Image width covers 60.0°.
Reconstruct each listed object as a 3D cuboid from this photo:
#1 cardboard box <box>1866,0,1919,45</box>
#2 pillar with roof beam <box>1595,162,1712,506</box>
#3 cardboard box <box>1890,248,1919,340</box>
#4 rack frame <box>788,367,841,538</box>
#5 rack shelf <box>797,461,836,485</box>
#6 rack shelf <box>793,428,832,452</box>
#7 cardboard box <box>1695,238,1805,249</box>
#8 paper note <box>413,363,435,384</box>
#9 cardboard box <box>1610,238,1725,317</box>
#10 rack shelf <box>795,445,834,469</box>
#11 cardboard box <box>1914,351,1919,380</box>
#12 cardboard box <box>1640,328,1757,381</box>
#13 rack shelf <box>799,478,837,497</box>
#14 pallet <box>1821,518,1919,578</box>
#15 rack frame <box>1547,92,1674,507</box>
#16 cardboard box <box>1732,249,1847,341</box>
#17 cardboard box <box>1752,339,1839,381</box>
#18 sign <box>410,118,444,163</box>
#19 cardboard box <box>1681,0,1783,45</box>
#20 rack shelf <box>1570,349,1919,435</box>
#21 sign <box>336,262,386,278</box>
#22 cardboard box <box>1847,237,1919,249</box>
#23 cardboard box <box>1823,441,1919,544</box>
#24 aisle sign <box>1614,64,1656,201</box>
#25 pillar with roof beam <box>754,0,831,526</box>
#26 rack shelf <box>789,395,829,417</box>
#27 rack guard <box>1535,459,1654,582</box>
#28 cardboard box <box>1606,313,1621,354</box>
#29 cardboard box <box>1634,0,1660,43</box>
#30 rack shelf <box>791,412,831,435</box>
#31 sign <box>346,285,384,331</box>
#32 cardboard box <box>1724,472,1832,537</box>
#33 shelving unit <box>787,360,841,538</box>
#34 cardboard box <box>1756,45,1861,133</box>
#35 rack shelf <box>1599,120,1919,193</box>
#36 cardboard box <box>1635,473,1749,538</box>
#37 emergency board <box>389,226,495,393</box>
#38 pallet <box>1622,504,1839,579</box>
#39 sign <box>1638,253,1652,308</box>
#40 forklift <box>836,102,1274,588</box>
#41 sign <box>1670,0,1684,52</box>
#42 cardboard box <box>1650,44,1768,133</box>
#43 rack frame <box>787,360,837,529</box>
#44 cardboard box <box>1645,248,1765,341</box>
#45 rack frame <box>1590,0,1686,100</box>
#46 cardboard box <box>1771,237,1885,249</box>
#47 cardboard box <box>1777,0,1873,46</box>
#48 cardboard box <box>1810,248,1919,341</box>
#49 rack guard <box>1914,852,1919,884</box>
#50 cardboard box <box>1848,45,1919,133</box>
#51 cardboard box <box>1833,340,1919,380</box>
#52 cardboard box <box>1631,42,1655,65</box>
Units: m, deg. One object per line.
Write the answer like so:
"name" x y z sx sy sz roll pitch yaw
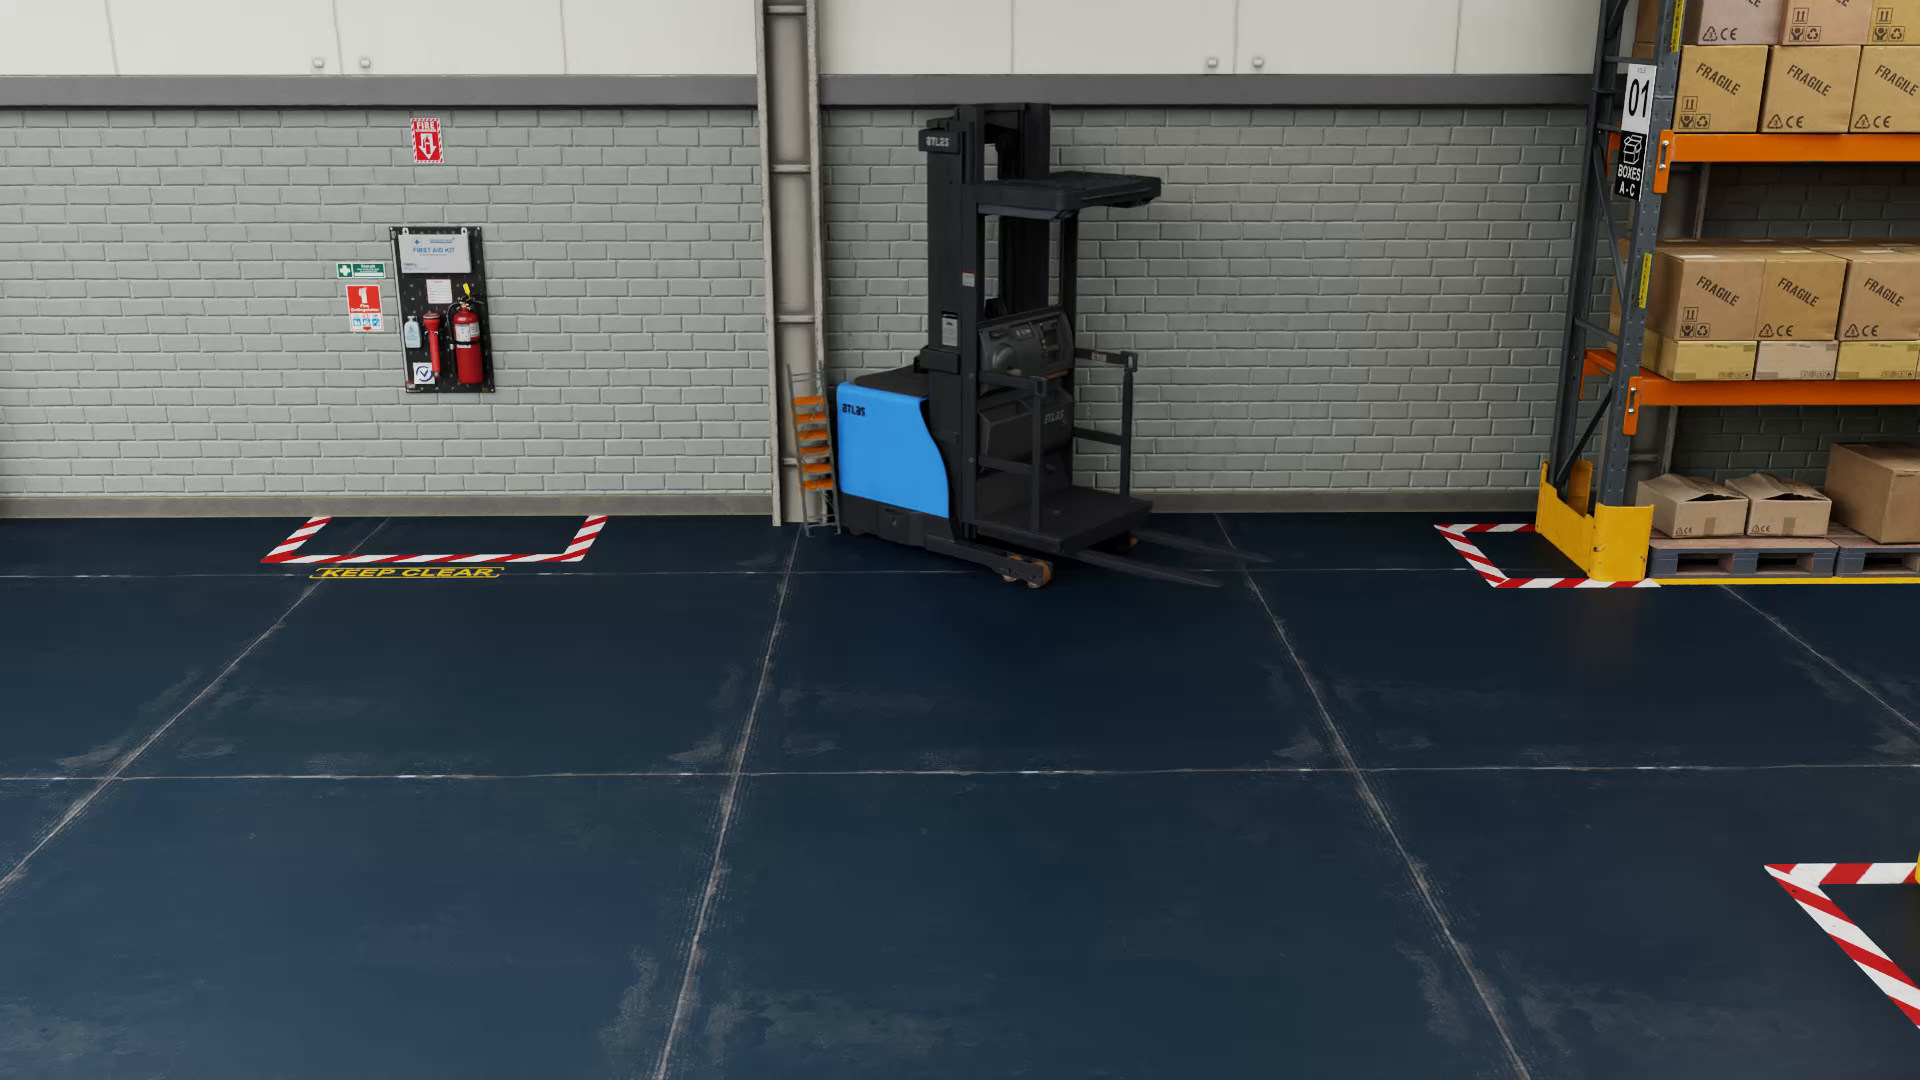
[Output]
"cardboard box" 5.578 -3.221 9.933 0.500 0.500 0.500 0 18 1
"pillar with roof beam" 4.929 -3.148 6.629 0.400 9.000 9.100 0 18 -1
"cardboard box" 6.183 -1.550 10.455 0.500 0.500 0.500 0 18 1
"rack frame" -0.996 -0.592 11.399 0.240 1.200 0.006 -7 20 -6
"rack shelf" -0.996 -0.468 11.540 0.258 0.103 0.180 -7 20 -6
"rack shelf" -1.014 -0.693 11.459 0.258 0.103 0.180 -7 20 -6
"cardboard box" 5.146 -1.700 10.923 0.500 0.500 0.500 0 18 0
"paper note" -3.788 -1.178 11.750 0.142 0.148 0.016 0 18 -1
"cardboard box" 4.642 -1.701 10.924 0.500 0.500 0.500 0 18 -1
"rack shelf" -1.005 -0.581 11.500 0.258 0.103 0.180 -7 20 -6
"cardboard box" 6.201 -1.191 10.563 0.500 0.250 0.500 0 18 0
"cardboard box" 4.667 -1.182 10.534 0.500 0.250 0.500 -1 18 -2
"rack shelf" -0.987 -0.355 11.581 0.258 0.103 0.180 -7 20 -6
"pallet" 6.280 -0.009 11.231 1.213 0.211 1.003 0 18 -1
"rack frame" 4.174 -1.339 10.810 0.127 3.000 1.000 0 18 -1
"cardboard box" 5.151 -1.544 10.434 0.500 0.500 0.500 0 18 -1
"cardboard box" 5.186 -1.189 10.556 0.500 0.250 0.500 -1 18 -3
"sign" -3.620 -2.711 11.293 0.199 0.298 0.001 0 18 -1
"cardboard box" 4.563 -3.228 9.955 0.500 0.500 0.500 -2 18 -5
"rack shelf" 6.174 -1.006 10.950 4.000 0.370 1.077 0 18 -1
"sign" -4.160 -1.872 11.548 0.331 0.109 0.001 0 18 -1
"cardboard box" 6.166 -1.707 10.942 0.500 0.500 0.500 0 18 0
"cardboard box" 6.172 -0.325 11.021 0.500 0.500 0.700 -1 18 -4
"aisle sign" 4.107 -2.484 10.126 0.004 0.787 0.394 0 18 -1
"pillar with roof beam" -1.071 -3.119 6.538 0.400 9.000 9.100 0 18 -1
"rack shelf" -1.032 -0.918 11.378 0.258 0.103 0.180 -7 20 -6
"rack guard" 4.250 -0.149 11.193 0.348 0.500 1.175 0 18 -1
"cardboard box" 4.639 -1.338 11.021 0.500 0.250 0.500 0 18 0
"cardboard box" 4.601 -3.382 10.436 0.500 0.500 0.500 1 18 2
"rack shelf" -1.023 -0.806 11.418 0.258 0.103 0.180 -7 20 -6
"sign" -4.165 -1.623 11.637 0.234 0.329 0.001 0 18 -1
"cardboard box" 5.438 -0.246 11.086 0.500 0.311 0.500 1 18 4
"shelving unit" -1.008 -0.622 11.485 0.258 1.200 0.189 -7 20 -6
"cardboard box" 5.050 -2.741 10.074 0.500 0.500 0.500 1 18 3
"rack shelf" 6.174 -2.434 10.491 4.000 0.370 1.077 0 18 -1
"cardboard box" 4.868 -0.244 11.078 0.500 0.311 0.500 -2 18 -7
"emergency board" -3.610 -1.577 11.553 0.643 1.169 0.194 0 18 -1
"pallet" 5.063 -0.004 11.215 1.213 0.211 1.003 0 18 -1
"sign" 4.183 -1.585 10.161 0.005 0.325 0.100 0 18 -1
"forklift" 0.595 -1.274 10.721 3.031 2.935 1.130 14 23 37
"sign" 4.183 -3.017 9.701 0.005 0.325 0.100 0 18 -1
"cardboard box" 4.513 -2.749 10.100 0.500 0.500 0.500 0 18 1
"rack frame" -1.021 -0.652 11.570 0.240 1.200 0.006 -7 20 -6
"cardboard box" 4.656 -1.544 10.436 0.500 0.500 0.500 0 18 -1
"rack frame" 4.174 -4.195 9.893 0.127 3.000 1.000 0 18 -1
"cardboard box" 5.663 -1.704 10.934 0.500 0.500 0.500 -1 18 -2
"cardboard box" 5.066 -3.215 9.914 0.500 0.500 0.500 0 18 -1
"cardboard box" 5.667 -1.544 10.436 0.500 0.500 0.500 -1 18 -3
"rack guard" 4.232 1.365 6.475 0.348 0.500 1.175 0 18 -1
"cardboard box" 5.569 -2.745 10.086 0.500 0.500 0.500 1 18 2
"cardboard box" 5.696 -1.190 10.558 0.500 0.250 0.500 -1 18 -2
"cardboard box" 4.588 -2.903 10.580 0.500 0.500 0.500 1 18 3
